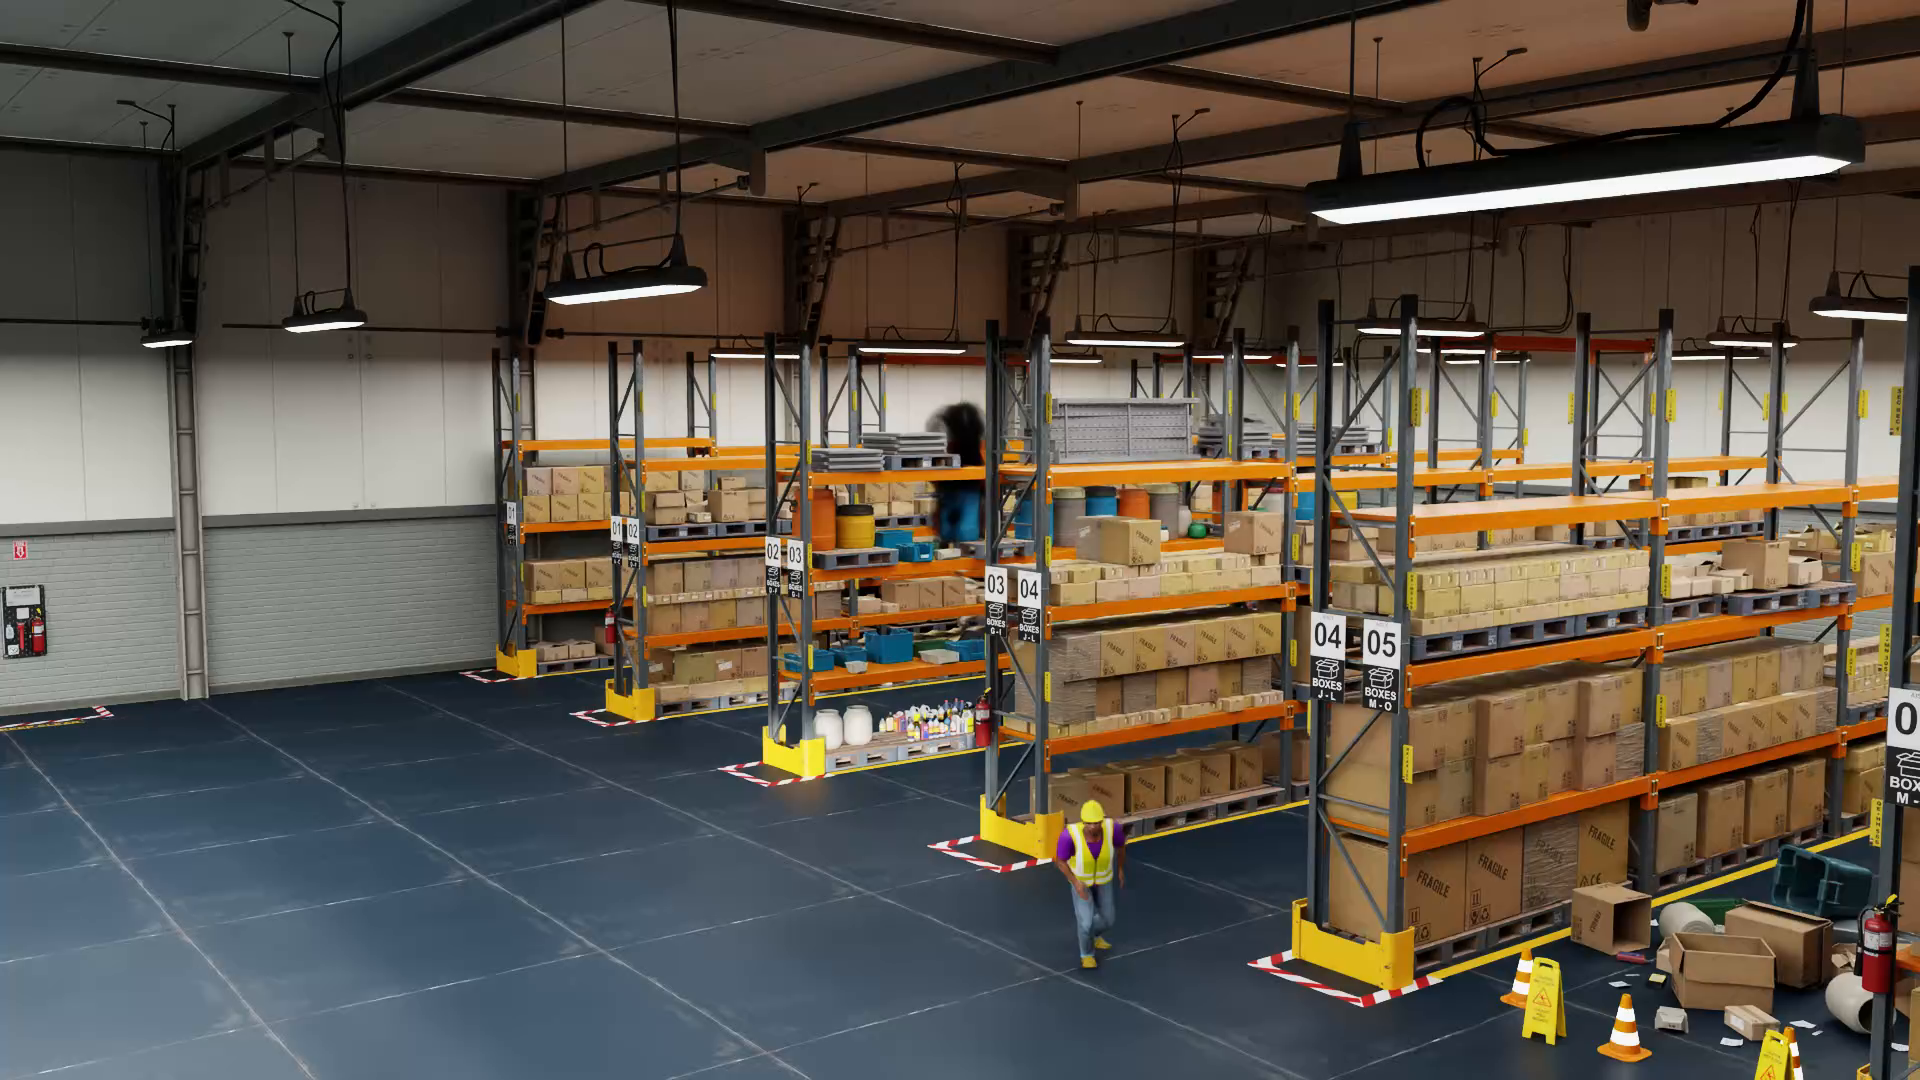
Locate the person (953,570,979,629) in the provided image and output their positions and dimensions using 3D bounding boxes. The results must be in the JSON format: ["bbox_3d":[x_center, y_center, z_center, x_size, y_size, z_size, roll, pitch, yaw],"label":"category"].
[{"bbox_3d":[0.073,1.347,33.723,0.701,1.692,0.948,4,6,35],"label":"person"}]

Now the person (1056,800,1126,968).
[{"bbox_3d":[1.161,3.052,14.890,0.670,1.606,0.915,-1,5,-13],"label":"person"}]
